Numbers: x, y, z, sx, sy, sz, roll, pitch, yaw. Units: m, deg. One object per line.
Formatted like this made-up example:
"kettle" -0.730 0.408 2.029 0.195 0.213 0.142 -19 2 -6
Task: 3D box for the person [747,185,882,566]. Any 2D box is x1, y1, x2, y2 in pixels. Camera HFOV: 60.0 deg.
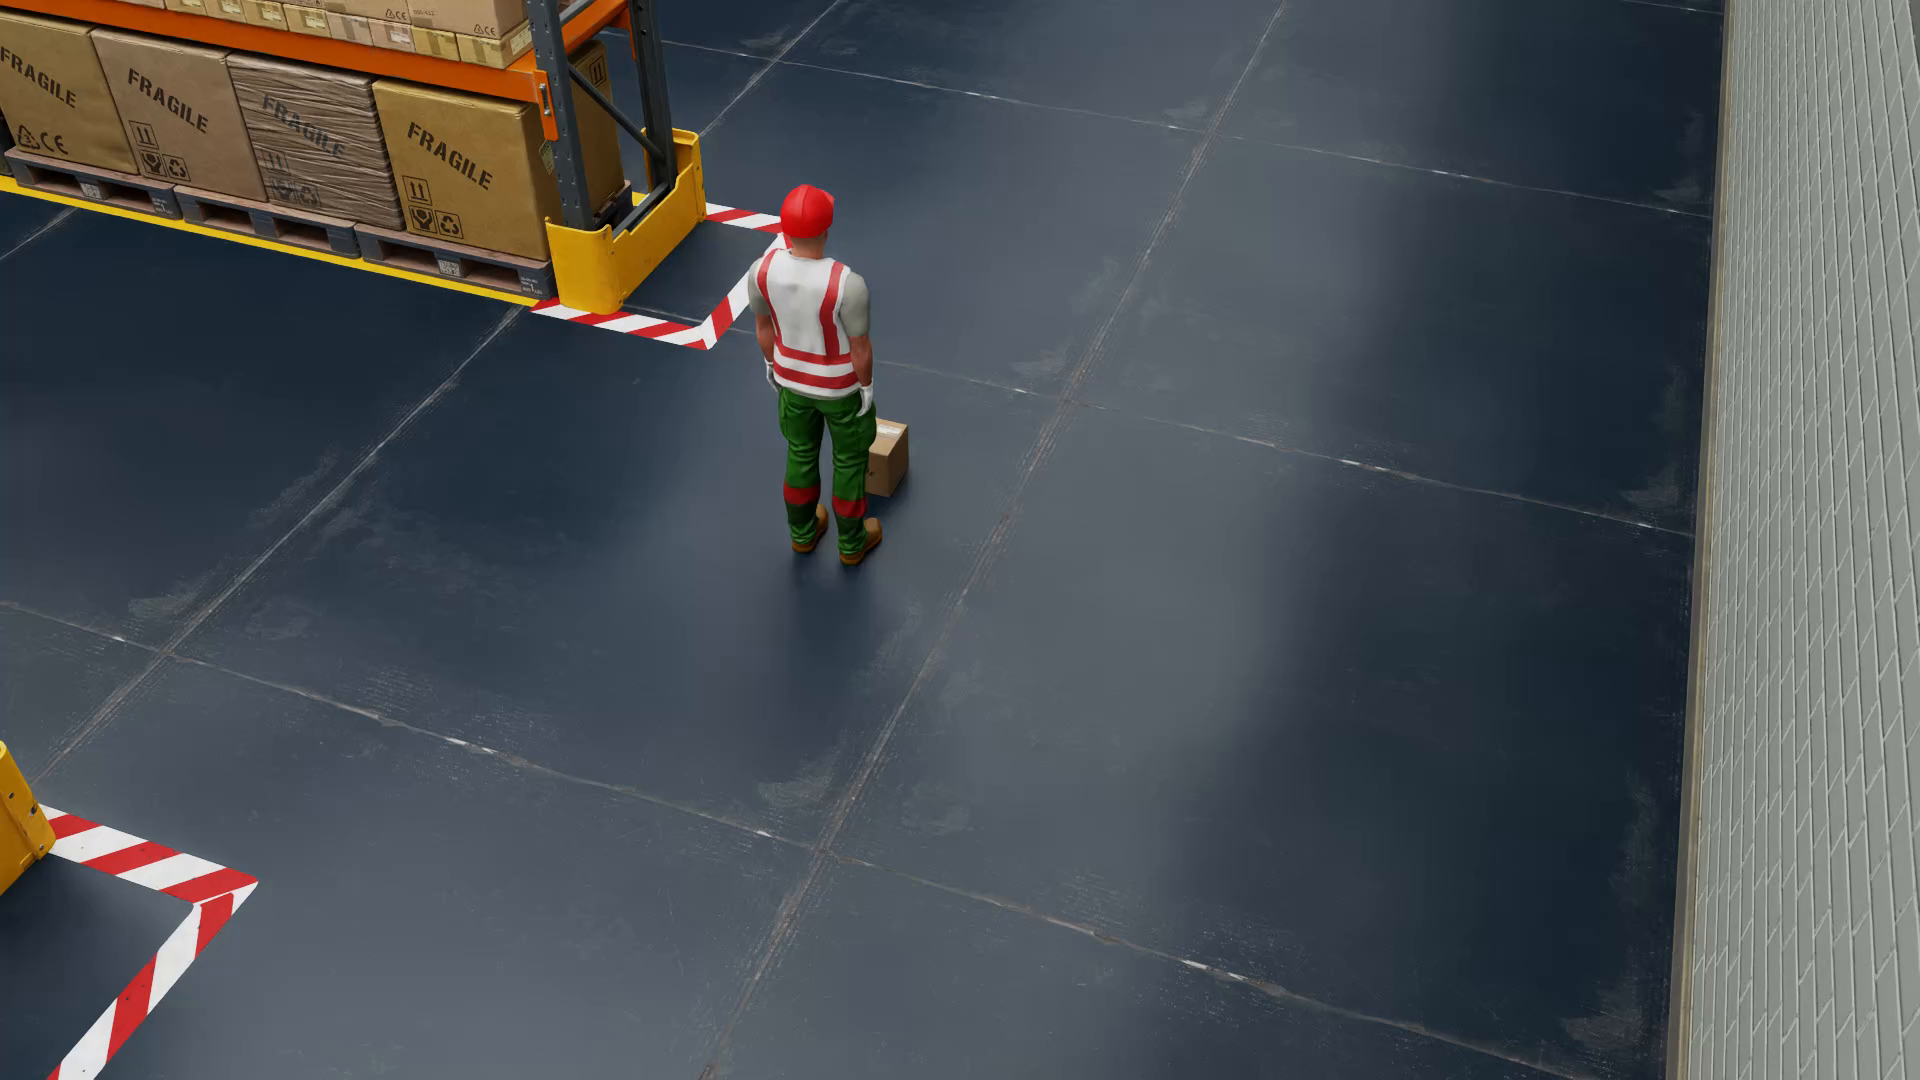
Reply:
"person" -0.583 -0.672 6.911 0.524 1.786 0.337 15 43 16
